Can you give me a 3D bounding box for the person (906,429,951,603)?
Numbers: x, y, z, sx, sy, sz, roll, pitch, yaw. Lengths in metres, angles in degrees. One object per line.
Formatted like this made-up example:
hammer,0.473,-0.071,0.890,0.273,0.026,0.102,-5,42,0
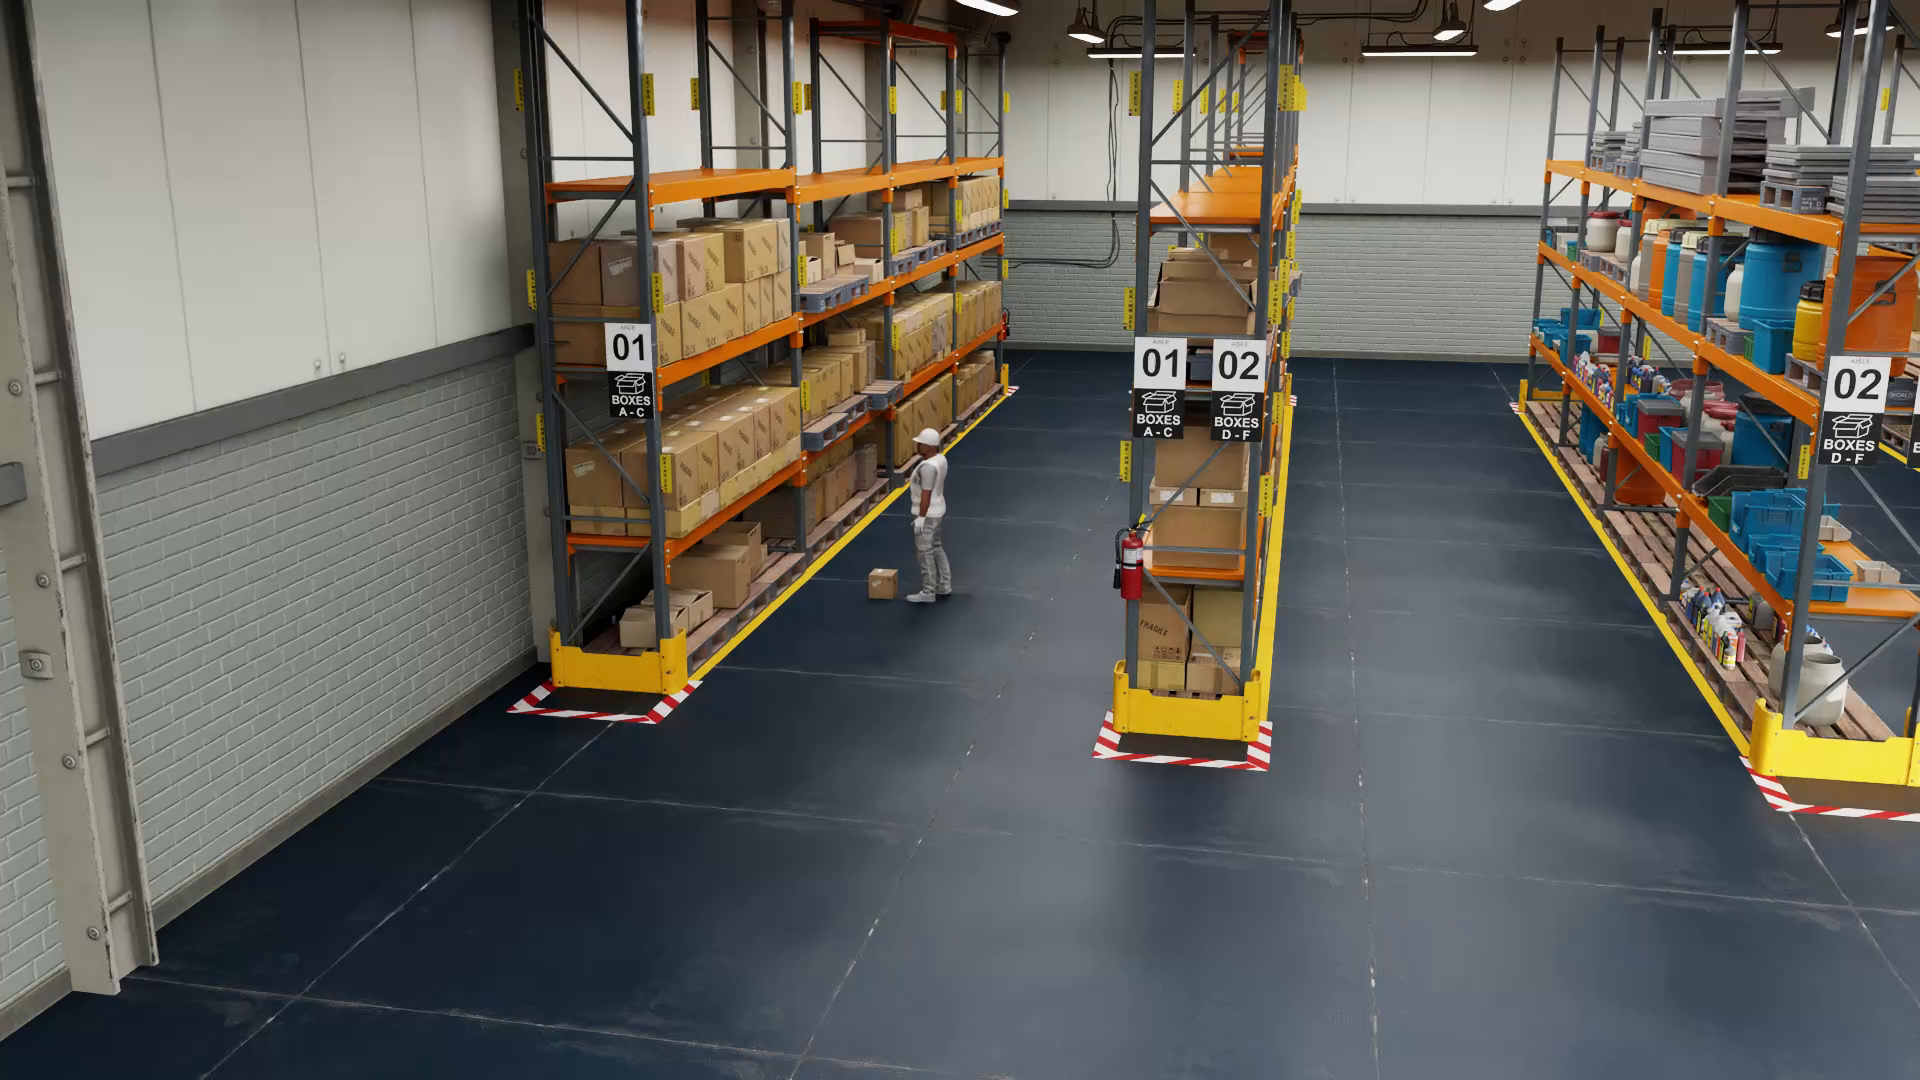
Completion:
person,-0.326,-0.236,16.972,0.408,1.837,0.588,3,15,12
